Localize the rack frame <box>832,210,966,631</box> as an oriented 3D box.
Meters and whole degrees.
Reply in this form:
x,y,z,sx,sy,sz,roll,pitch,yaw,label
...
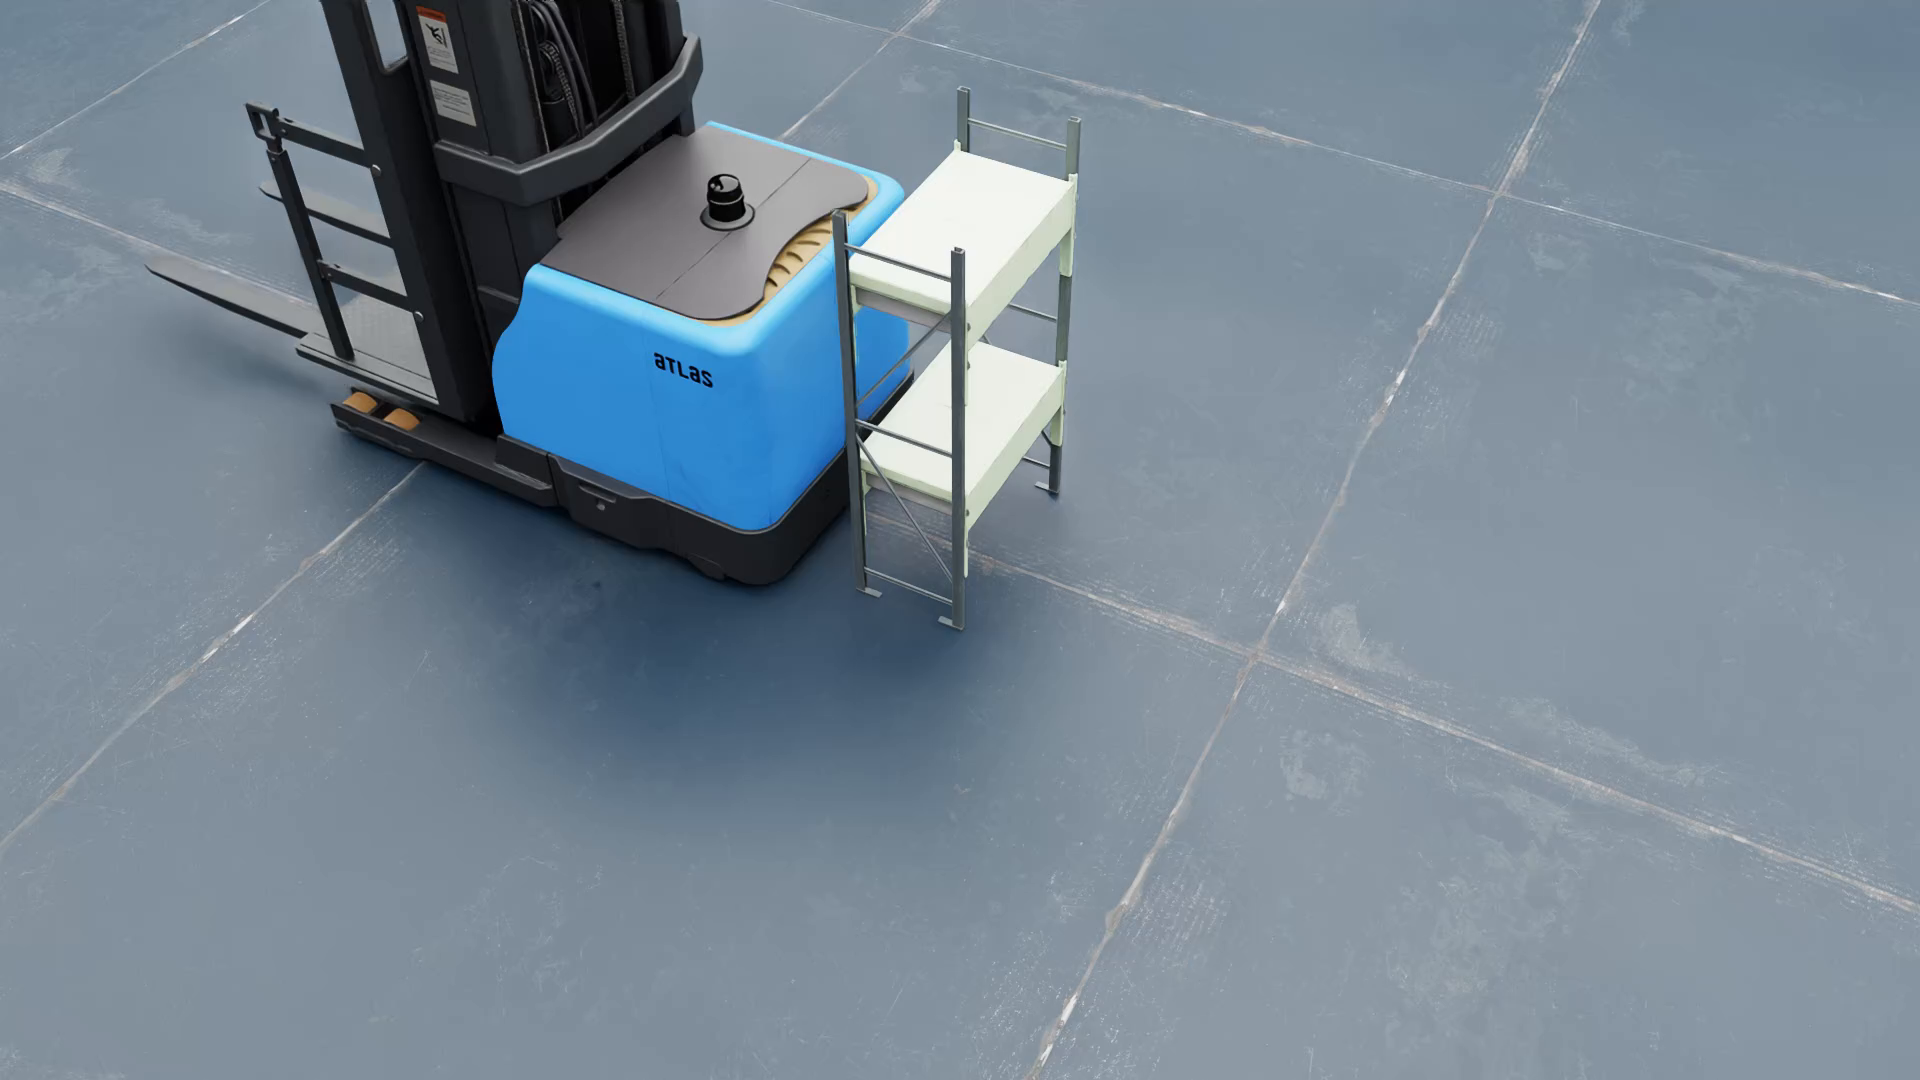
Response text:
x,y,z,sx,sy,sz,roll,pitch,yaw,label
-0.167,-0.301,4.993,0.400,1.500,0.023,20,49,19,rack frame

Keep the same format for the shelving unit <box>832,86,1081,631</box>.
x,y,z,sx,sy,sz,roll,pitch,yaw,label
0.003,-0.531,5.221,0.431,1.500,0.755,20,49,19,shelving unit

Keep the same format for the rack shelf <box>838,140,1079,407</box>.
x,y,z,sx,sy,sz,roll,pitch,yaw,label
0.003,-0.806,4.943,0.431,0.370,0.720,20,49,19,rack shelf

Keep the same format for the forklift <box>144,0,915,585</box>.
x,y,z,sx,sy,sz,roll,pitch,yaw,label
-1.706,-1.647,5.317,3.031,2.935,1.130,21,49,20,forklift

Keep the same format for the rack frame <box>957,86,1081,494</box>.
x,y,z,sx,sy,sz,roll,pitch,yaw,label
0.173,-0.762,5.449,0.400,1.500,0.023,20,49,19,rack frame

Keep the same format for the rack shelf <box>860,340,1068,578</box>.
x,y,z,sx,sy,sz,roll,pitch,yaw,label
0.003,-0.302,5.453,0.431,0.370,0.720,20,49,19,rack shelf
